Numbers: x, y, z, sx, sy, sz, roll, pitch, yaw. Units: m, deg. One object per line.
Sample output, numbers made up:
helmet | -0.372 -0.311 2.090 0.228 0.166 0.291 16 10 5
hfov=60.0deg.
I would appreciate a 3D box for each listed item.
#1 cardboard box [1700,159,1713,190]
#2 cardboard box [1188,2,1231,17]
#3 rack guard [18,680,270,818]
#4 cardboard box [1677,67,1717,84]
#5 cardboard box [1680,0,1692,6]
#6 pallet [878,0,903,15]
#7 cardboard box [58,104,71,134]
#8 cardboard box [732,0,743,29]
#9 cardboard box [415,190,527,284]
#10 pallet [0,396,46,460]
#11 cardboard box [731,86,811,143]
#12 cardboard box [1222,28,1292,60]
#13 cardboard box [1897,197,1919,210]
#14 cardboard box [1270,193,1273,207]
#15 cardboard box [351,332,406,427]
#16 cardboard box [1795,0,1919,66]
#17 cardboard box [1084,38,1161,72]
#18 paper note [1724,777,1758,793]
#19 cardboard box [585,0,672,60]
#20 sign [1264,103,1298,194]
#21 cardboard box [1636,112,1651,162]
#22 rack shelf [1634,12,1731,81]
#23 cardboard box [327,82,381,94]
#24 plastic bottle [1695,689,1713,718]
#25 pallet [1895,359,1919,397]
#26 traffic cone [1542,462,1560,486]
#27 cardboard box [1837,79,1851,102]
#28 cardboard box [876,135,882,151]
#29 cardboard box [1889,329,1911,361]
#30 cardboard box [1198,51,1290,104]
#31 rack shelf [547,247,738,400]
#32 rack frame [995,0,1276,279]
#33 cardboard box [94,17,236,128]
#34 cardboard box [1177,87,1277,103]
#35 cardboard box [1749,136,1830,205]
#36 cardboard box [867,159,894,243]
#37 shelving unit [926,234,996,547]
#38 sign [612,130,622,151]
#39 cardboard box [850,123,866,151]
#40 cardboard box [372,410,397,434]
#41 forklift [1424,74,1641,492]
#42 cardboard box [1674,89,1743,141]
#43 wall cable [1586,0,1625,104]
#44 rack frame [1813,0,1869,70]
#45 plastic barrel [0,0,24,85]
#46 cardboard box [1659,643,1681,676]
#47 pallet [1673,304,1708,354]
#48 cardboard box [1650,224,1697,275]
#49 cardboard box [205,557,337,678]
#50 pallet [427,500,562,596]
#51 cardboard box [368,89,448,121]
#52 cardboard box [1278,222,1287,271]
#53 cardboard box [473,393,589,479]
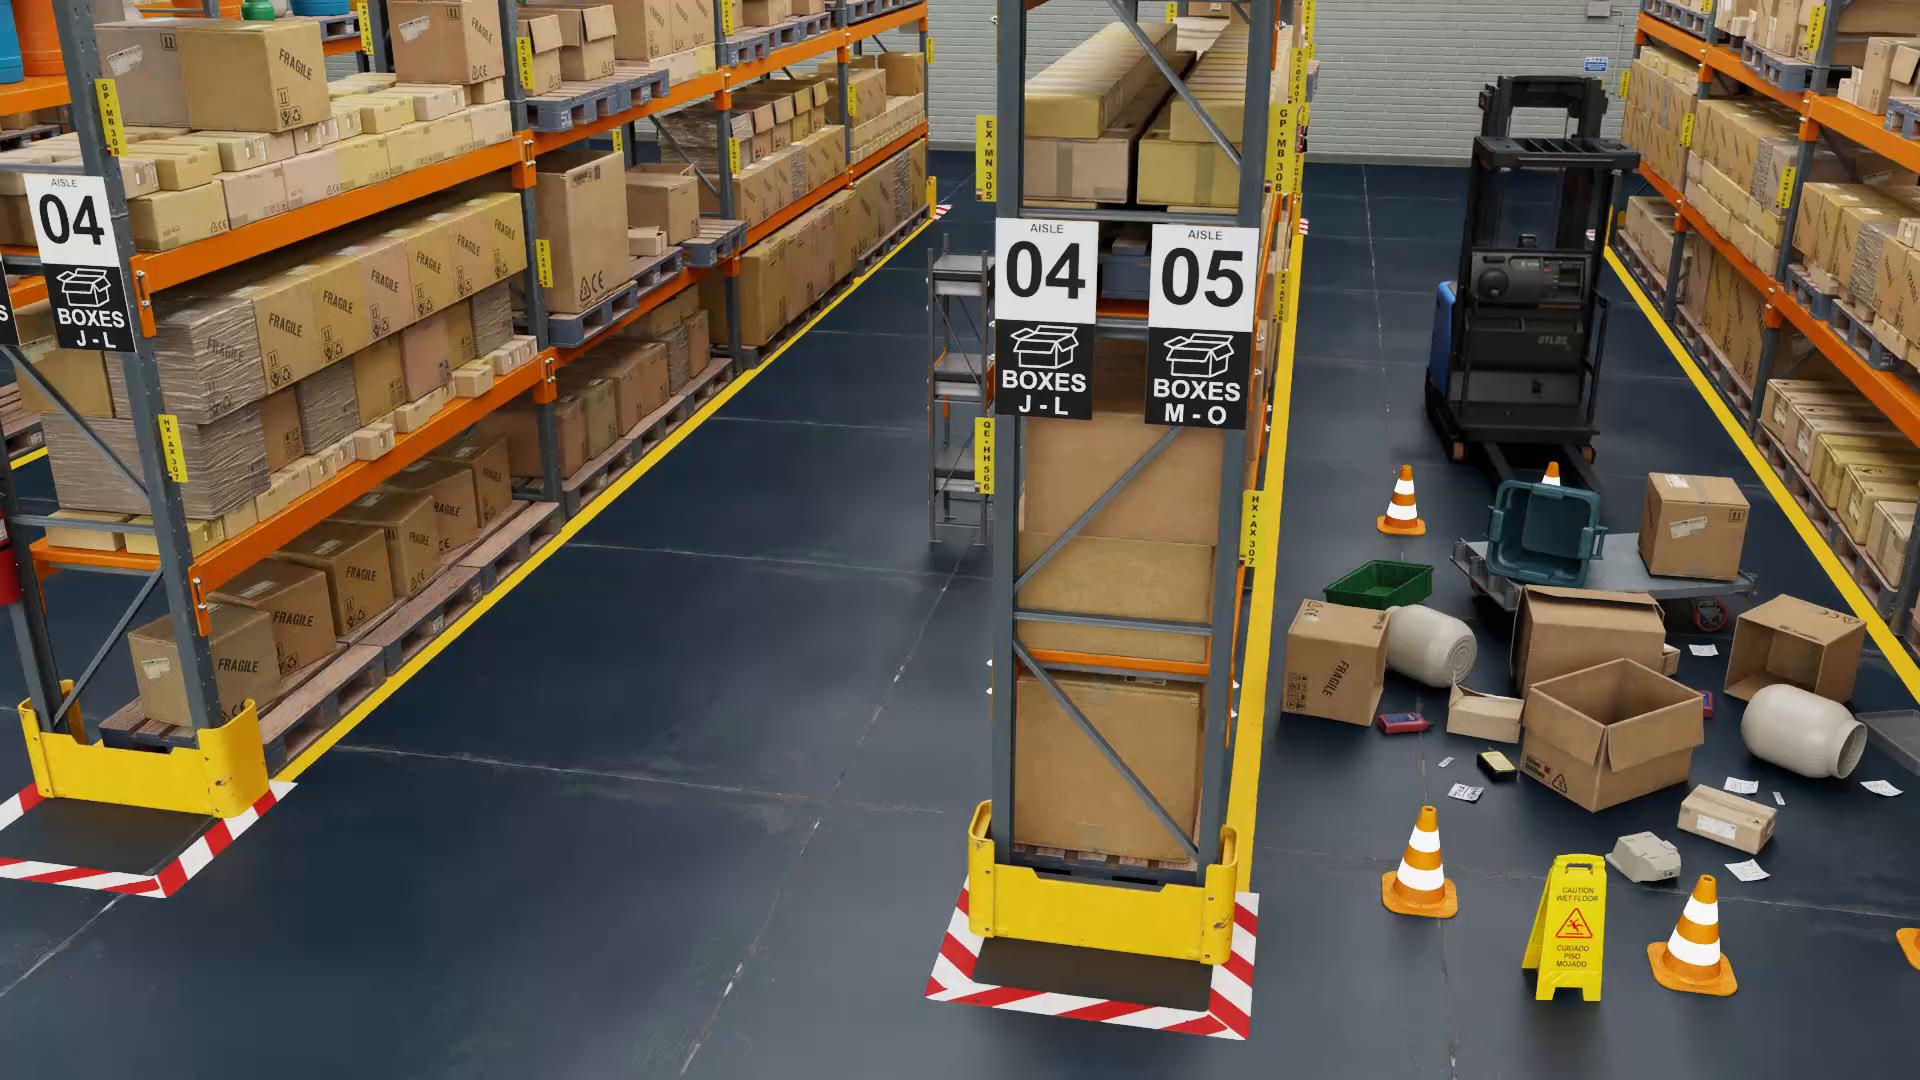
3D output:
cardboard box | 7.510 -3.529 16.131 0.500 0.250 0.500 5 22 12
cardboard box | 2.100 -4.537 13.929 0.396 0.266 0.258 4 22 11
rack guard | -4.180 1.066 8.537 1.175 0.500 0.348 4 22 11
cardboard box | 7.976 -5.013 17.946 0.380 0.149 0.250 4 22 11
cardboard box | 8.212 -6.115 18.176 0.500 0.500 0.500 5 22 12
pallet | -1.319 -6.548 20.199 1.003 0.211 1.213 4 22 11
cardboard box | -11.074 -5.423 21.169 0.500 0.500 0.500 5 22 12
cardboard box | -2.419 -5.175 15.976 0.500 0.500 0.500 6 23 14
cardboard box | -3.202 -1.991 10.911 0.500 0.500 0.500 4 22 11
pallet | -8.106 -0.902 13.812 1.003 0.211 1.213 4 22 11
cardboard box | -2.021 -4.481 17.489 0.797 0.503 0.637 5 22 12
cardboard box | 1.641 -2.749 9.221 0.380 0.149 0.250 4 22 11
cardboard box | 7.223 -2.237 12.300 0.500 0.500 0.500 4 22 10
cardboard box | 1.177 -1.545 7.299 0.380 0.149 0.250 5 22 11
cardboard box | -3.814 -1.002 9.795 0.875 0.500 0.500 4 22 11
cardboard box | 7.067 -4.019 13.102 0.797 0.503 0.637 3 22 8
cardboard box | 0.842 -2.519 8.650 0.380 0.149 0.250 5 22 11
paper note | 4.070 1.276 8.660 0.148 0.019 0.142 13 25 29
cardboard box | -2.626 -4.099 13.198 0.500 0.500 0.500 5 22 12
sign | 1.181 -1.439 6.121 0.100 0.325 0.005 4 22 11
cardboard box | 8.194 -4.682 19.331 0.500 0.500 0.500 4 22 11
rack shelf | 8.362 -5.488 18.412 1.077 0.370 4.000 4 22 11
cardboard box | -3.812 -2.739 10.291 0.380 0.149 0.250 5 22 11
plastic bottle | 4.223 0.919 9.489 0.133 0.061 0.283 8 23 20
pallet | 6.620 -0.952 10.460 1.003 0.211 1.213 4 22 11
traffic cone | 4.285 -0.339 12.075 0.336 0.463 0.334 4 22 11
cardboard box | 6.907 -3.408 12.622 0.380 0.149 0.250 4 22 11
cardboard box | -1.150 -4.803 20.100 0.380 0.149 0.250 4 22 10
cardboard box | 6.245 -1.252 10.722 0.380 0.149 0.250 4 22 10
cardboard box | 1.606 -2.615 9.422 0.500 0.250 0.500 4 22 10
rack shelf | -2.971 -1.926 13.584 1.077 0.370 4.000 4 22 11
rack frame | 0.639 -2.433 5.849 1.000 3.000 0.127 4 22 11
cardboard box | -4.127 -2.459 8.728 0.500 0.500 0.500 4 22 11
cardboard box | 1.071 -1.726 6.681 0.380 0.149 0.250 5 22 11
cardboard box | 7.084 -3.143 14.171 0.500 0.500 0.500 5 22 12
cardboard box | -1.350 -4.228 20.618 0.875 0.875 0.875 4 22 11
shelving unit | 0.034 -1.035 11.612 0.431 2.100 0.503 4 22 11
sign | -3.107 -3.569 15.151 0.100 0.325 0.005 4 22 11
cardboard box | -1.395 -4.674 19.247 0.500 0.250 0.500 4 22 10
cardboard box | -3.582 -0.678 9.857 0.380 0.149 0.250 4 22 11
forklift | 4.541 -2.085 13.106 1.130 2.935 3.031 3 22 6
cardboard box | 7.780 -4.402 17.297 0.500 0.500 0.500 4 22 10
wall cable | 9.898 -7.711 25.583 0.585 1.953 0.123 4 22 11
rack frame | 7.138 -5.018 12.269 1.000 3.000 0.127 4 22 11
plastic barrel | -8.070 -4.211 13.607 0.600 0.901 0.708 4 22 11
cardboard box | 4.055 0.630 9.934 0.258 0.266 0.396 -11 25 -26
pallet | 7.871 -2.117 16.828 1.003 0.211 1.213 4 22 11
cardboard box | 8.370 -3.254 18.785 0.875 0.438 0.875 4 22 9
cardboard box | -3.964 0.451 9.502 0.500 0.500 0.500 11 24 25
pallet | -3.482 0.014 11.537 1.003 0.211 1.213 4 22 11
cardboard box | -3.305 -2.602 9.951 0.380 0.149 0.250 4 22 9
cardboard box | 2.339 -2.255 13.304 0.500 0.500 0.500 4 22 11
cardboard box | -3.233 -0.796 12.571 0.700 0.500 0.500 3 22 7
